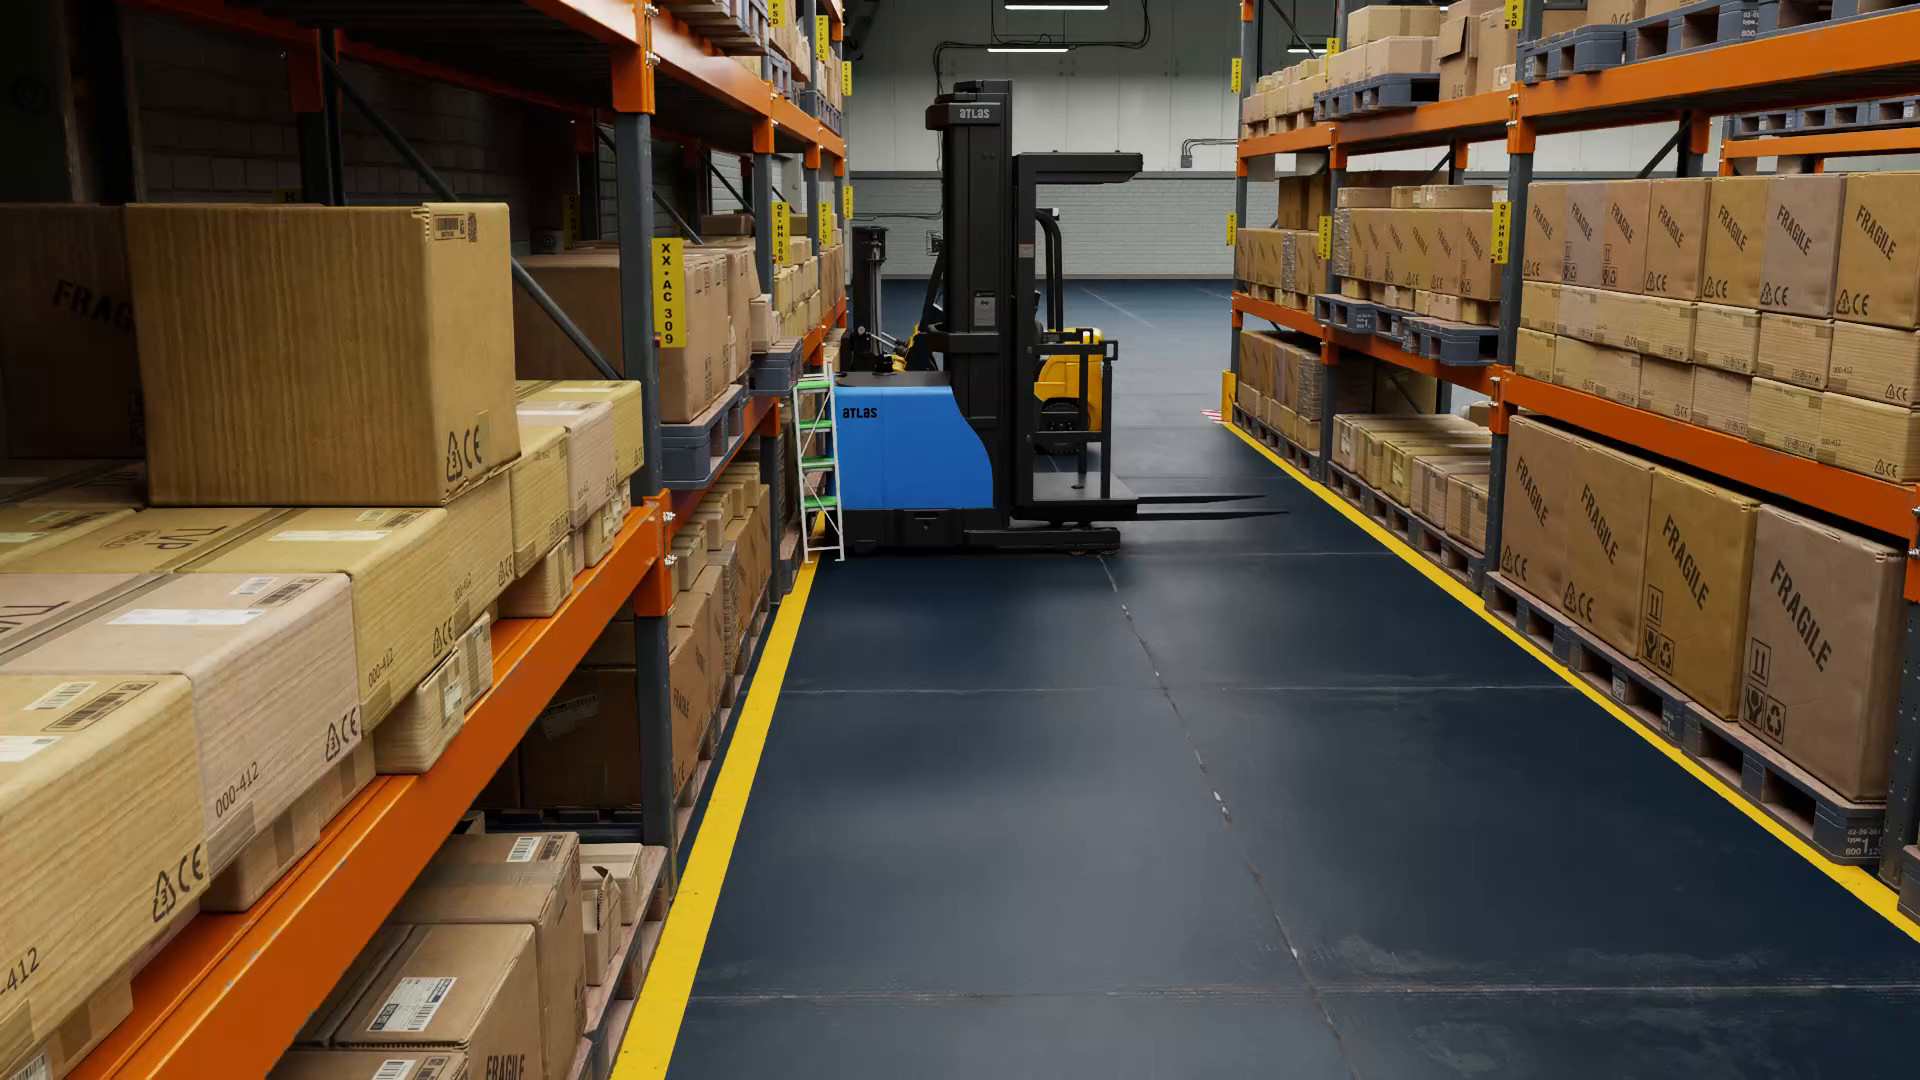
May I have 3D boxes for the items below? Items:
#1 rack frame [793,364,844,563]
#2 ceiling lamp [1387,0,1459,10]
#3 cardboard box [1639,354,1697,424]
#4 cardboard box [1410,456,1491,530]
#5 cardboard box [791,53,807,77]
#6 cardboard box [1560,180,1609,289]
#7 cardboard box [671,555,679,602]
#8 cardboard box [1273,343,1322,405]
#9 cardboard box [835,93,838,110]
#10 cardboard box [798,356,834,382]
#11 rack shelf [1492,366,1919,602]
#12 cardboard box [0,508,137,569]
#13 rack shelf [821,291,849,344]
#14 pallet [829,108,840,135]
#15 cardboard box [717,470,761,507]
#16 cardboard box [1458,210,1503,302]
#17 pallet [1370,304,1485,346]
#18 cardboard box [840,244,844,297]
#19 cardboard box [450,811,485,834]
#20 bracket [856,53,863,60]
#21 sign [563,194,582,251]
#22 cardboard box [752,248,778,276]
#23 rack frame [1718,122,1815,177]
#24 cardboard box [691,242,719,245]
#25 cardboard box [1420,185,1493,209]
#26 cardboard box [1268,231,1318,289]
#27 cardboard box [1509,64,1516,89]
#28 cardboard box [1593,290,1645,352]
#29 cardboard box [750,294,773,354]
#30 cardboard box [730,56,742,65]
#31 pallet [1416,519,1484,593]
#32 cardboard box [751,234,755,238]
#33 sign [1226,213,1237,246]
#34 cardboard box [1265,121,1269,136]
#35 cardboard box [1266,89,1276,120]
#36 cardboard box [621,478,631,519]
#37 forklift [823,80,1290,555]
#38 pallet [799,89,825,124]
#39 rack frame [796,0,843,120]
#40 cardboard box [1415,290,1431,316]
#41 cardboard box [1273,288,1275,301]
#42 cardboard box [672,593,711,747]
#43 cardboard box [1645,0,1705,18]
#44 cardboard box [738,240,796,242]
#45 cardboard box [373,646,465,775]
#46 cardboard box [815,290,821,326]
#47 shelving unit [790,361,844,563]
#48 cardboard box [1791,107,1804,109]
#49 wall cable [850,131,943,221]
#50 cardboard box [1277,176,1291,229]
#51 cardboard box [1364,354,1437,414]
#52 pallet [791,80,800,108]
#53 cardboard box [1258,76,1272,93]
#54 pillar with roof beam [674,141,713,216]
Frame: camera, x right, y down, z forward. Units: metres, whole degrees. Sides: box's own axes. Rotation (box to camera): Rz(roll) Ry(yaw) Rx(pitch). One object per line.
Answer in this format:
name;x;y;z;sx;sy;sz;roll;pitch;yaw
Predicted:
rack frame;-0.860;-0.460;10.086;0.240;1.200;0.015;-4;9;-8
ceiling lamp;9.230;-11.793;31.872;2.000;3.185;0.800;0;11;-1
cardboard box;3.265;-0.654;7.117;0.500;0.250;0.500;0;11;-1
cardboard box;3.434;-0.307;10.583;0.950;0.372;0.625;0;11;-2
cardboard box;-1.260;-3.289;11.506;0.380;0.149;0.250;0;11;-1
cardboard box;3.245;-1.472;8.004;0.500;0.500;0.500;0;11;-1
cardboard box;-1.281;0.155;6.352;0.380;0.149;0.250;0;11;-2
cardboard box;3.072;-1.470;14.736;0.500;0.500;0.500;0;11;2
cardboard box;-1.348;-4.138;15.691;0.380;0.149;0.250;-1;11;-3
cardboard box;-1.282;-1.350;13.515;0.500;0.250;0.500;0;11;-2
rack shelf;3.501;-0.380;7.199;1.077;0.370;4.000;0;11;-1
cardboard box;-1.628;0.117;2.566;0.500;0.250;0.500;0;11;1
rack shelf;-1.627;-1.949;14.933;1.077;0.370;4.000;0;11;-1
pallet;-1.680;-3.986;15.839;1.003;0.211;1.213;0;11;-1
cardboard box;-1.203;-0.257;8.380;0.380;0.149;0.250;-1;11;-4
cardboard box;3.172;-1.620;9.446;0.500;0.500;0.500;-1;11;-3
pallet;3.377;-1.430;11.045;1.003;0.211;1.213;0;11;-1
cardboard box;-1.396;-2.652;16.335;0.500;0.500;0.500;0;11;-2
cardboard box;-1.643;0.930;4.637;0.500;0.311;0.500;0;11;1
bracket;-2.878;-13.780;47.297;0.235;0.232;0.430;0;11;-1
sign;-2.058;-1.674;8.853;0.100;0.325;0.005;0;11;-1
cardboard box;-1.215;-1.541;9.227;0.380;0.149;0.250;0;11;1
rack frame;8.241;-2.761;17.125;1.000;3.000;0.127;0;11;-1
cardboard box;-1.763;-1.845;10.727;0.380;0.149;0.250;0;11;0
cardboard box;3.143;-2.173;10.539;0.380;0.149;0.250;-1;11;-4
cardboard box;3.071;-2.515;14.912;0.500;0.500;0.500;0;11;-2
cardboard box;3.243;-2.539;9.118;0.380;0.149;0.250;0;11;-1
cardboard box;3.230;-0.998;7.556;0.500;0.250;0.500;0;11;-1
cardboard box;-1.158;-1.033;7.929;0.500;0.250;0.500;-1;11;-4
cardboard box;-1.228;-2.205;7.219;0.500;0.250;0.500;0;11;-1
pallet;3.445;0.081;10.130;1.003;0.211;1.213;0;11;-1
cardboard box;-1.886;-2.436;13.642;0.380;0.149;0.250;0;11;0
sign;2.751;-3.143;16.828;0.100;0.325;0.005;0;11;-1
cardboard box;3.072;-3.847;15.563;0.380;0.149;0.250;0;11;-2
cardboard box;3.074;-3.959;15.115;0.500;0.250;0.500;0;11;1
cardboard box;-1.162;-0.129;4.781;0.380;0.149;0.250;0;11;0
forklift;0.621;-1.446;10.814;3.031;2.935;1.130;-1;12;-4
pallet;-1.629;-3.501;13.448;1.003;0.211;1.213;0;11;-1
rack frame;-1.669;-5.640;16.225;1.000;3.000;0.127;0;11;-1
cardboard box;3.072;-1.485;10.410;0.380;0.149;0.250;0;11;0
cardboard box;3.102;-2.272;15.345;0.380;0.149;0.250;0;11;1
cardboard box;-1.226;0.502;6.270;0.500;0.500;0.500;0;11;-2
cardboard box;3.670;-2.659;7.771;0.700;0.500;0.500;-1;11;-4
cardboard box;-1.301;-1.950;11.246;0.380;0.149;0.250;0;11;-1
cardboard box;-1.047;0.281;2.760;0.380;0.149;0.250;-1;11;-3
cardboard box;-1.314;-1.732;12.429;0.500;0.250;0.500;0;11;0
shelving unit;-0.895;-0.494;10.325;0.258;1.200;0.503;-4;9;-8
cardboard box;7.949;-4.093;15.468;0.380;0.149;0.250;0;11;-1
wall cable;-1.914;-10.530;48.141;3.097;2.526;0.112;0;11;-1
cardboard box;3.523;-3.305;16.291;0.700;0.500;0.500;-1;11;-3
cardboard box;3.634;-1.270;13.747;0.500;0.500;0.500;0;11;2
pallet;-1.555;-3.106;11.759;0.805;0.209;1.217;-1;11;-3
cardboard box;2.993;-4.237;15.480;0.380;0.149;0.250;0;11;-1
pillar with roof beam;1.749;-5.515;15.612;9.100;9.000;0.400;0;11;-1
